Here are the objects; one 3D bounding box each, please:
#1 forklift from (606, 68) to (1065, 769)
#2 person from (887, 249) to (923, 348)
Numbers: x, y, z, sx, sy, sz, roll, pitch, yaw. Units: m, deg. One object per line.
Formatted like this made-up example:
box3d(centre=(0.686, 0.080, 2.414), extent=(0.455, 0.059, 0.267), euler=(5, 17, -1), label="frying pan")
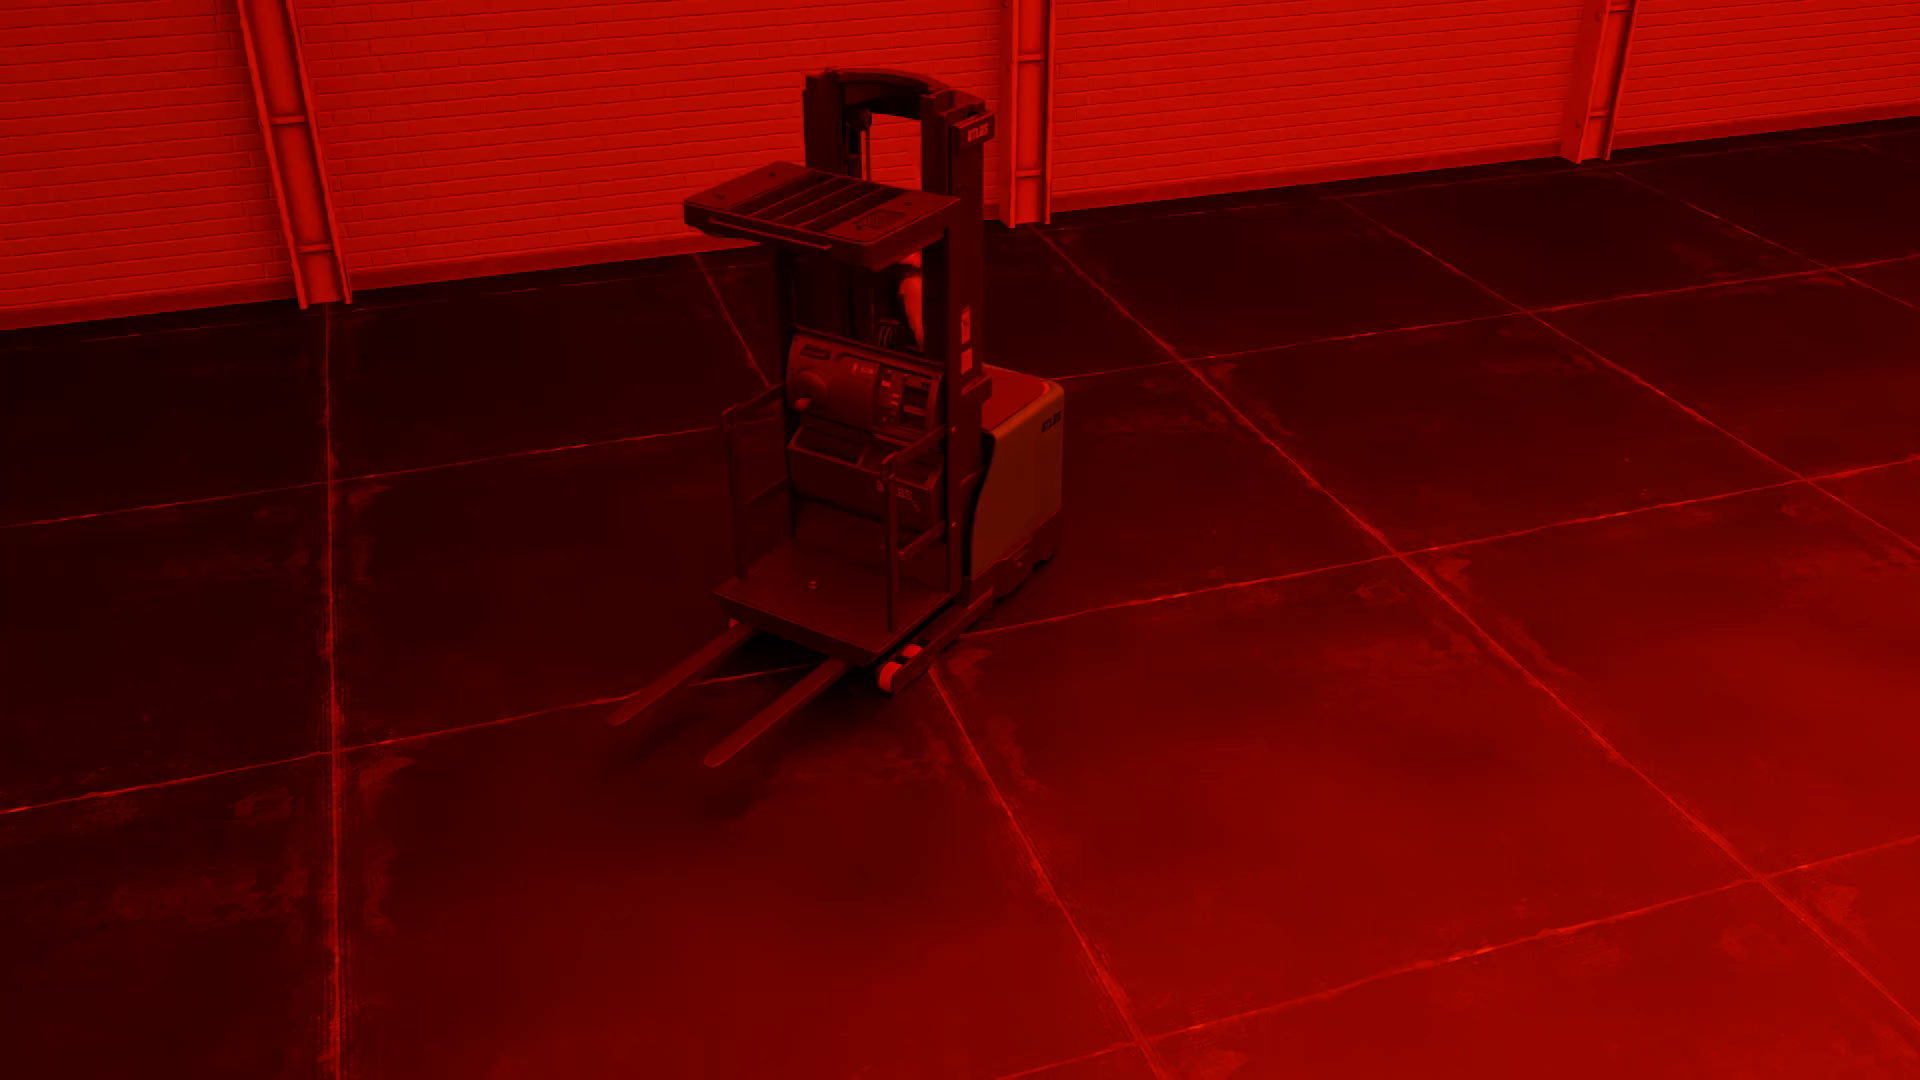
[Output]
box3d(centre=(-0.613, -0.739, 8.372), extent=(1.130, 2.935, 3.031), euler=(18, 34, 28), label="forklift")
box3d(centre=(-0.216, -1.260, 10.656), extent=(0.675, 1.596, 0.938), euler=(-6, 30, -10), label="person")
